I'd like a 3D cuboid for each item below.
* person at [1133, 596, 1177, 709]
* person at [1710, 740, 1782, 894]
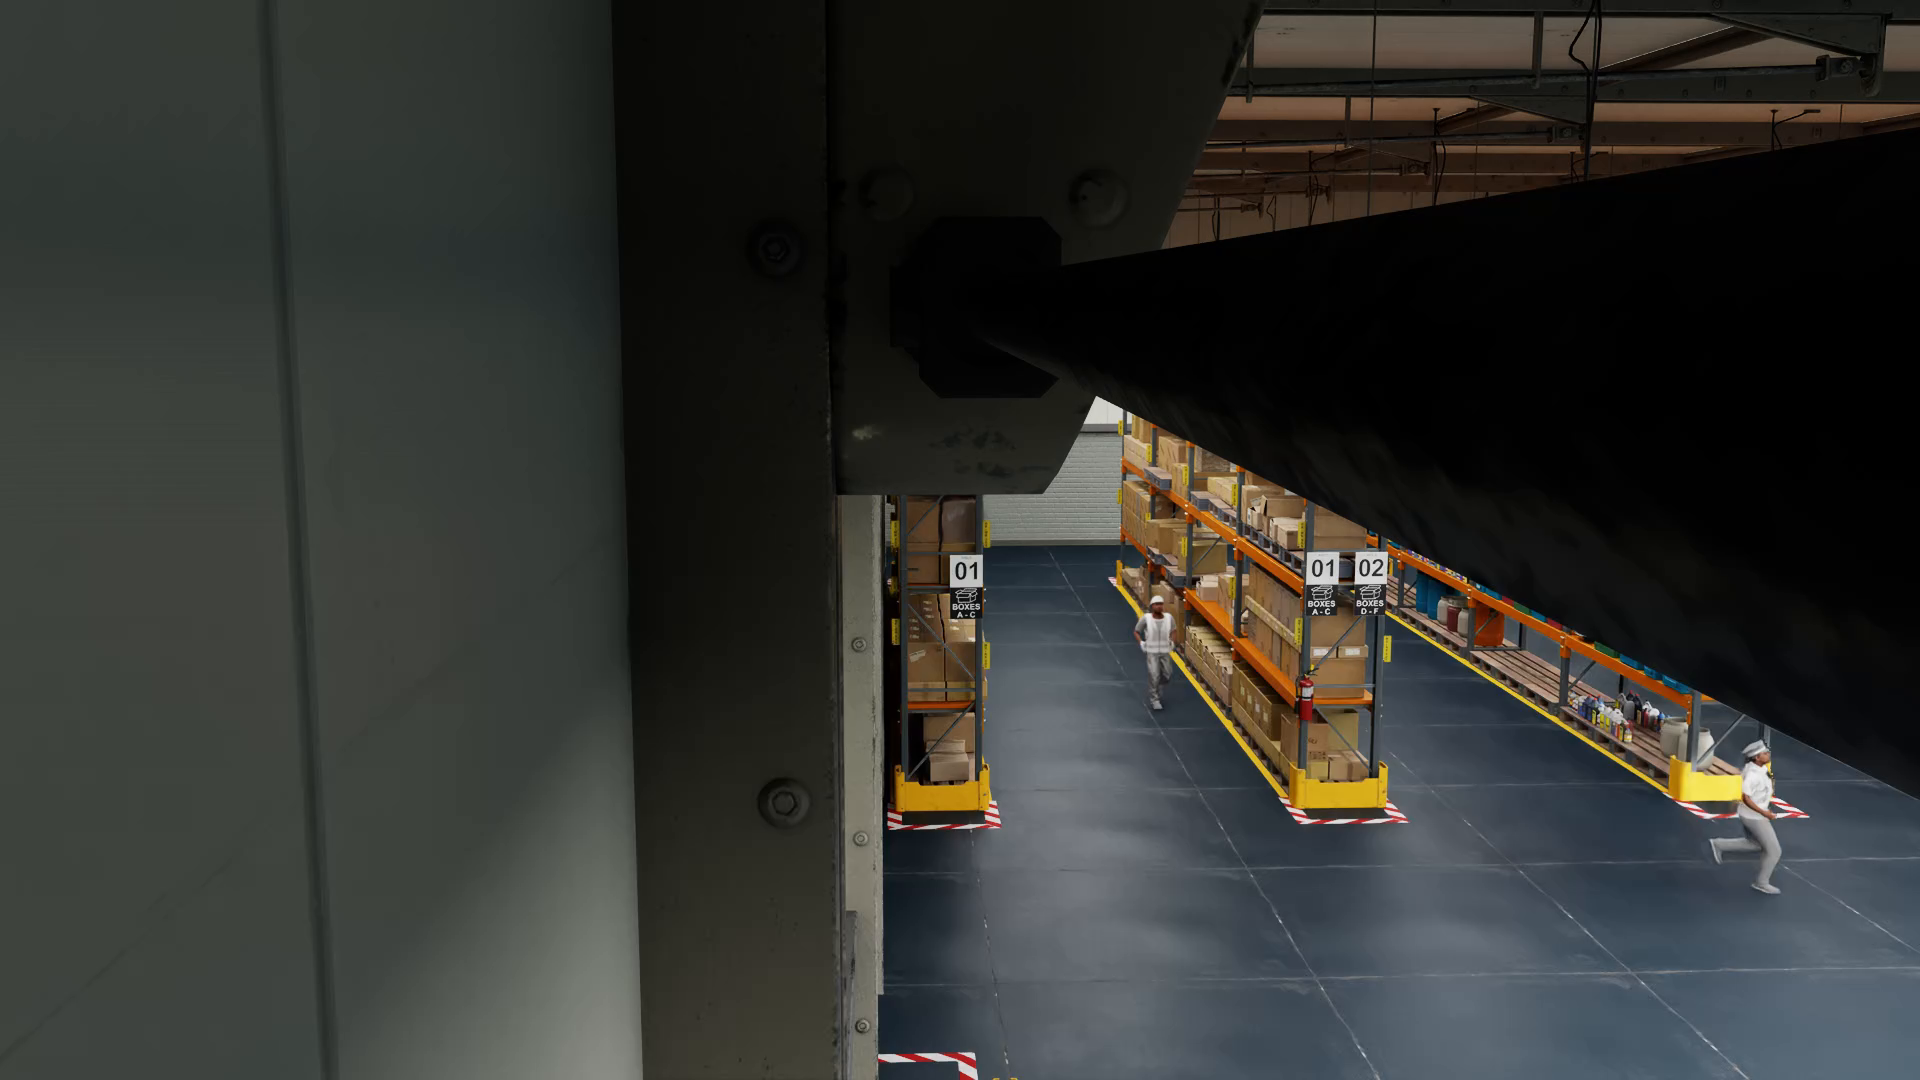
[{"bbox_3d":[3.017,1.712,25.583,0.685,1.735,0.675,-1,8,-7],"label":"person"},{"bbox_3d":[8.435,2.932,17.749,0.689,1.661,0.586,3,9,21],"label":"person"}]
